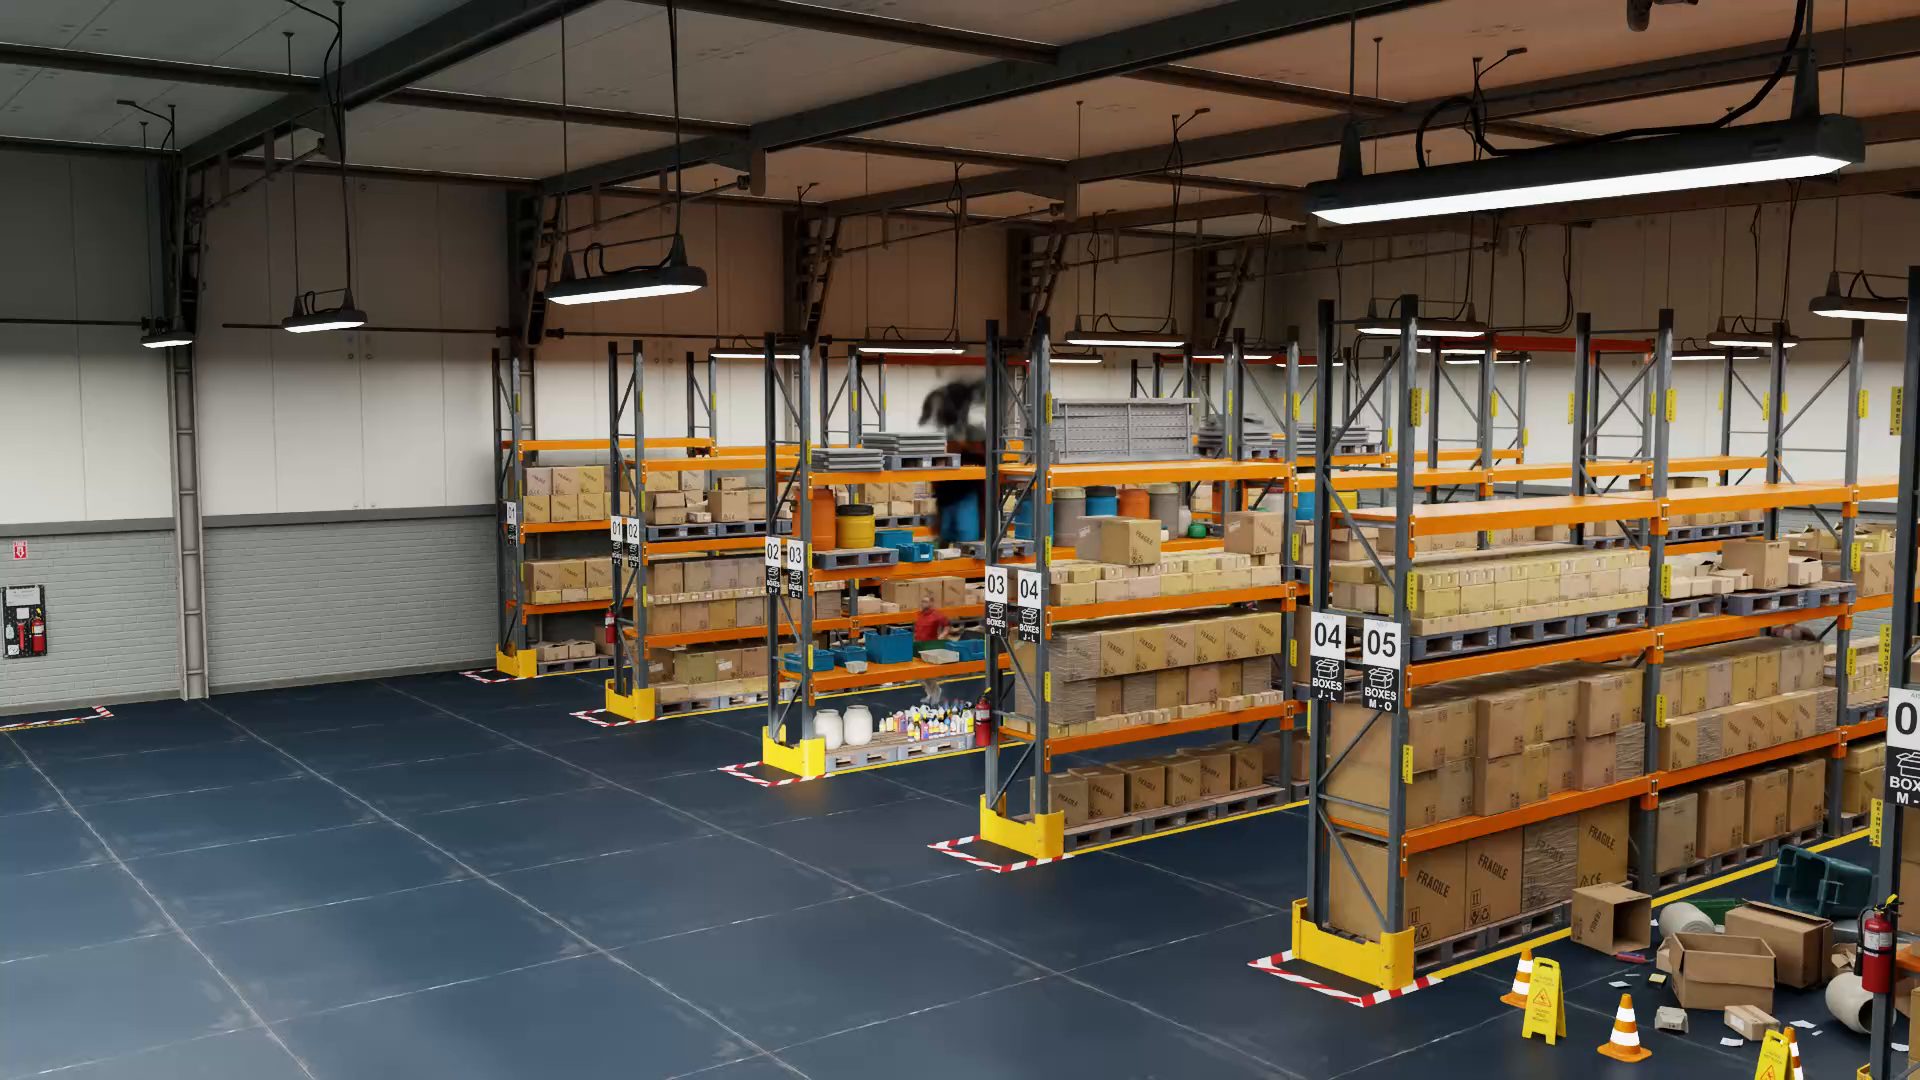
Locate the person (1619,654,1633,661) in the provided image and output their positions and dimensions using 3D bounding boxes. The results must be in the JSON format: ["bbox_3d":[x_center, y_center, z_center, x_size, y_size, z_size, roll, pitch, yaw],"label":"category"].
[{"bbox_3d":[9.117,2.352,22.922,0.506,1.586,0.656,4,7,41],"label":"person"}]

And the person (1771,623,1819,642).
[{"bbox_3d":[12.913,2.013,25.921,0.864,1.855,0.740,-5,7,-44],"label":"person"}]

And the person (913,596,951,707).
[{"bbox_3d":[-0.564,1.758,26.141,0.601,1.762,0.650,-4,7,-39],"label":"person"}]
